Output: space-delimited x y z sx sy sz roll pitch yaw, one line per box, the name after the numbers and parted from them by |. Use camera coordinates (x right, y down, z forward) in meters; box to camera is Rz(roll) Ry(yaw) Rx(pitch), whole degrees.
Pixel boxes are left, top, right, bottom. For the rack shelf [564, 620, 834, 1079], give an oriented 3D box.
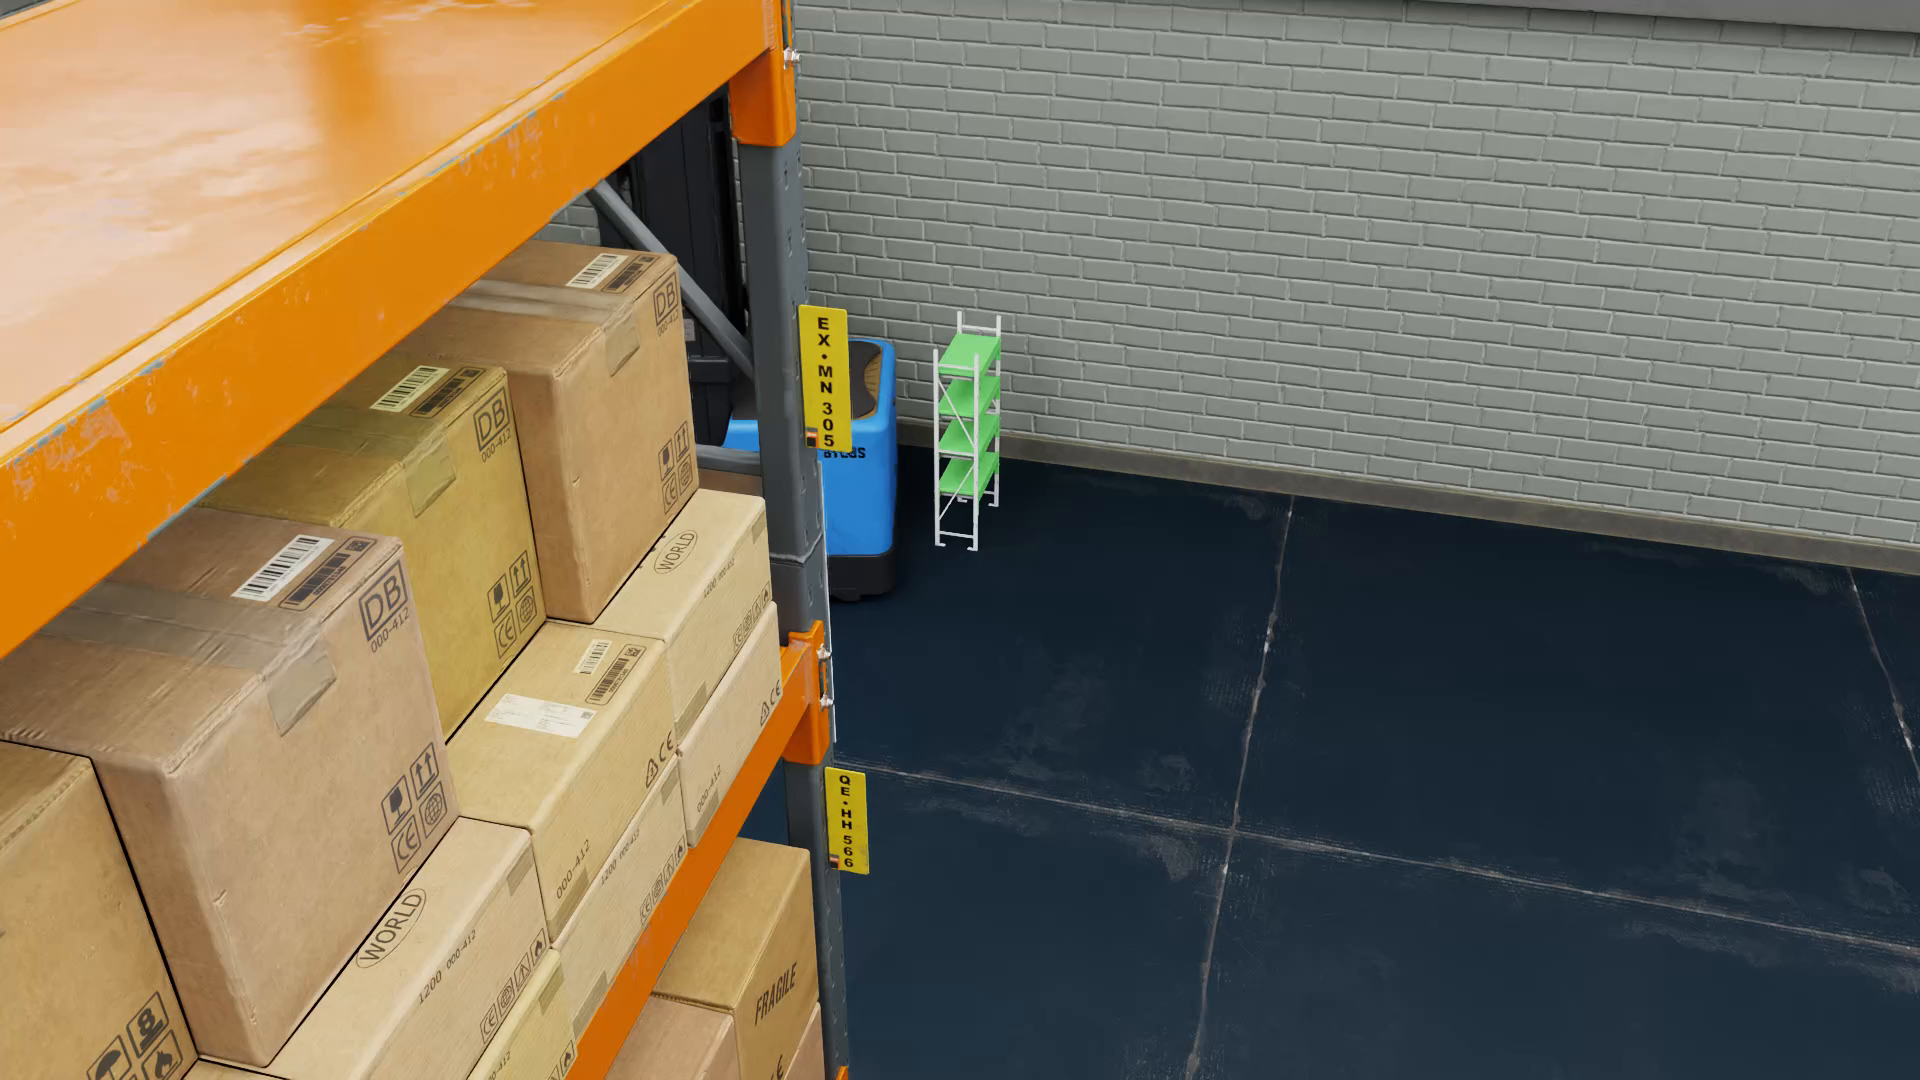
-1.315 1.301 2.352 1.077 0.370 4.000 8 33 12 | rack shelf

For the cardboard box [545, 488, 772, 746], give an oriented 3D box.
-0.691 0.113 3.224 0.500 0.250 0.500 8 33 12 | cardboard box

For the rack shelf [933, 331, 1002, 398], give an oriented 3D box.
0.042 -0.943 8.910 0.258 0.148 0.480 8 33 12 | rack shelf

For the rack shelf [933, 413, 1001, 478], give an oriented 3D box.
0.042 -0.538 9.167 0.258 0.148 0.480 8 33 12 | rack shelf

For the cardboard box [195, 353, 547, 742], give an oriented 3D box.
-1.131 0.012 2.684 0.700 0.500 0.500 8 33 12 | cardboard box

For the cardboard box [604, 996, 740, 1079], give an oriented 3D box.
-0.782 1.292 3.467 0.500 0.500 0.500 9 34 14 | cardboard box

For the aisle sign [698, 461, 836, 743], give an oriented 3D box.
-0.494 0.134 3.889 0.394 0.787 0.004 8 33 12 | aisle sign

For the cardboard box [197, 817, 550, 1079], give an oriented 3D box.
-0.948 0.631 2.408 0.500 0.250 0.500 8 33 12 | cardboard box

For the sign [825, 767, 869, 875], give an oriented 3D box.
-0.276 0.689 4.066 0.100 0.325 0.005 8 33 12 | sign

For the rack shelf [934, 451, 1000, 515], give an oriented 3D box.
0.042 -0.336 9.296 0.258 0.148 0.480 8 33 12 | rack shelf

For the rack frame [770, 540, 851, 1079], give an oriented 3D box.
-0.807 1.225 4.597 1.000 3.000 0.127 8 33 12 | rack frame

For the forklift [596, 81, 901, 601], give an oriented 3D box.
-1.857 -1.174 8.434 3.031 2.935 1.130 0 32 0 | forklift

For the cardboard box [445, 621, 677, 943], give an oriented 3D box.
-0.818 0.373 2.816 0.500 0.250 0.500 8 33 12 | cardboard box

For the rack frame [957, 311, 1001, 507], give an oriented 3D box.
0.104 -0.719 9.332 0.240 1.200 0.015 8 33 12 | rack frame

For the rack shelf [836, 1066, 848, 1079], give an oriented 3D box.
-1.315 2.567 3.157 1.077 0.370 4.000 8 33 12 | rack shelf

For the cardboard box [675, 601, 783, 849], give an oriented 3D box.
-0.683 0.325 3.356 0.500 0.250 0.500 8 33 12 | cardboard box

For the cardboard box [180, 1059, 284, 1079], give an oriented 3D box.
-1.069 0.892 1.999 0.500 0.250 0.500 8 33 12 | cardboard box

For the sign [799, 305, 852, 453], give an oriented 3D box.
-0.276 -0.328 3.419 0.100 0.325 0.005 8 33 12 | sign

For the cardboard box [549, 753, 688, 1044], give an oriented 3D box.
-0.820 0.583 2.950 0.500 0.250 0.500 8 33 12 | cardboard box

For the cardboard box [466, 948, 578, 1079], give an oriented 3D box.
-0.934 0.844 2.539 0.500 0.250 0.500 8 33 12 | cardboard box

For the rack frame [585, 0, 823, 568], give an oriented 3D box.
-0.807 -1.306 2.987 1.000 3.000 0.127 8 33 12 | rack frame

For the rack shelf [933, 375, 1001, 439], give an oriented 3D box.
0.042 -0.741 9.039 0.258 0.148 0.480 8 33 12 | rack shelf

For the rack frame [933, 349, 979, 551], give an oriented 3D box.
-0.020 -0.466 8.934 0.240 1.200 0.015 8 33 12 | rack frame

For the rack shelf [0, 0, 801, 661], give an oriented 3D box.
-1.315 0.036 1.548 1.077 0.370 4.000 8 33 12 | rack shelf

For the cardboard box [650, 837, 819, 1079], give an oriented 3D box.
-0.654 1.030 3.879 0.500 0.500 0.500 8 33 12 | cardboard box

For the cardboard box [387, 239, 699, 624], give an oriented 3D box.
-0.922 -0.236 3.074 0.700 0.500 0.500 8 33 12 | cardboard box

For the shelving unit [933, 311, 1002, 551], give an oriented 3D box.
0.042 -0.592 9.133 0.258 1.200 0.503 8 33 12 | shelving unit

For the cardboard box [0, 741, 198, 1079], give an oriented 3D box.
-1.371 0.533 1.865 0.700 0.500 0.500 8 33 12 | cardboard box

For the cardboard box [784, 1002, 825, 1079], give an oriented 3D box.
-0.658 1.453 4.146 0.500 0.500 0.500 9 34 14 | cardboard box

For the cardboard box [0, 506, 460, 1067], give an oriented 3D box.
-1.154 0.286 2.253 0.700 0.500 0.500 8 33 12 | cardboard box
